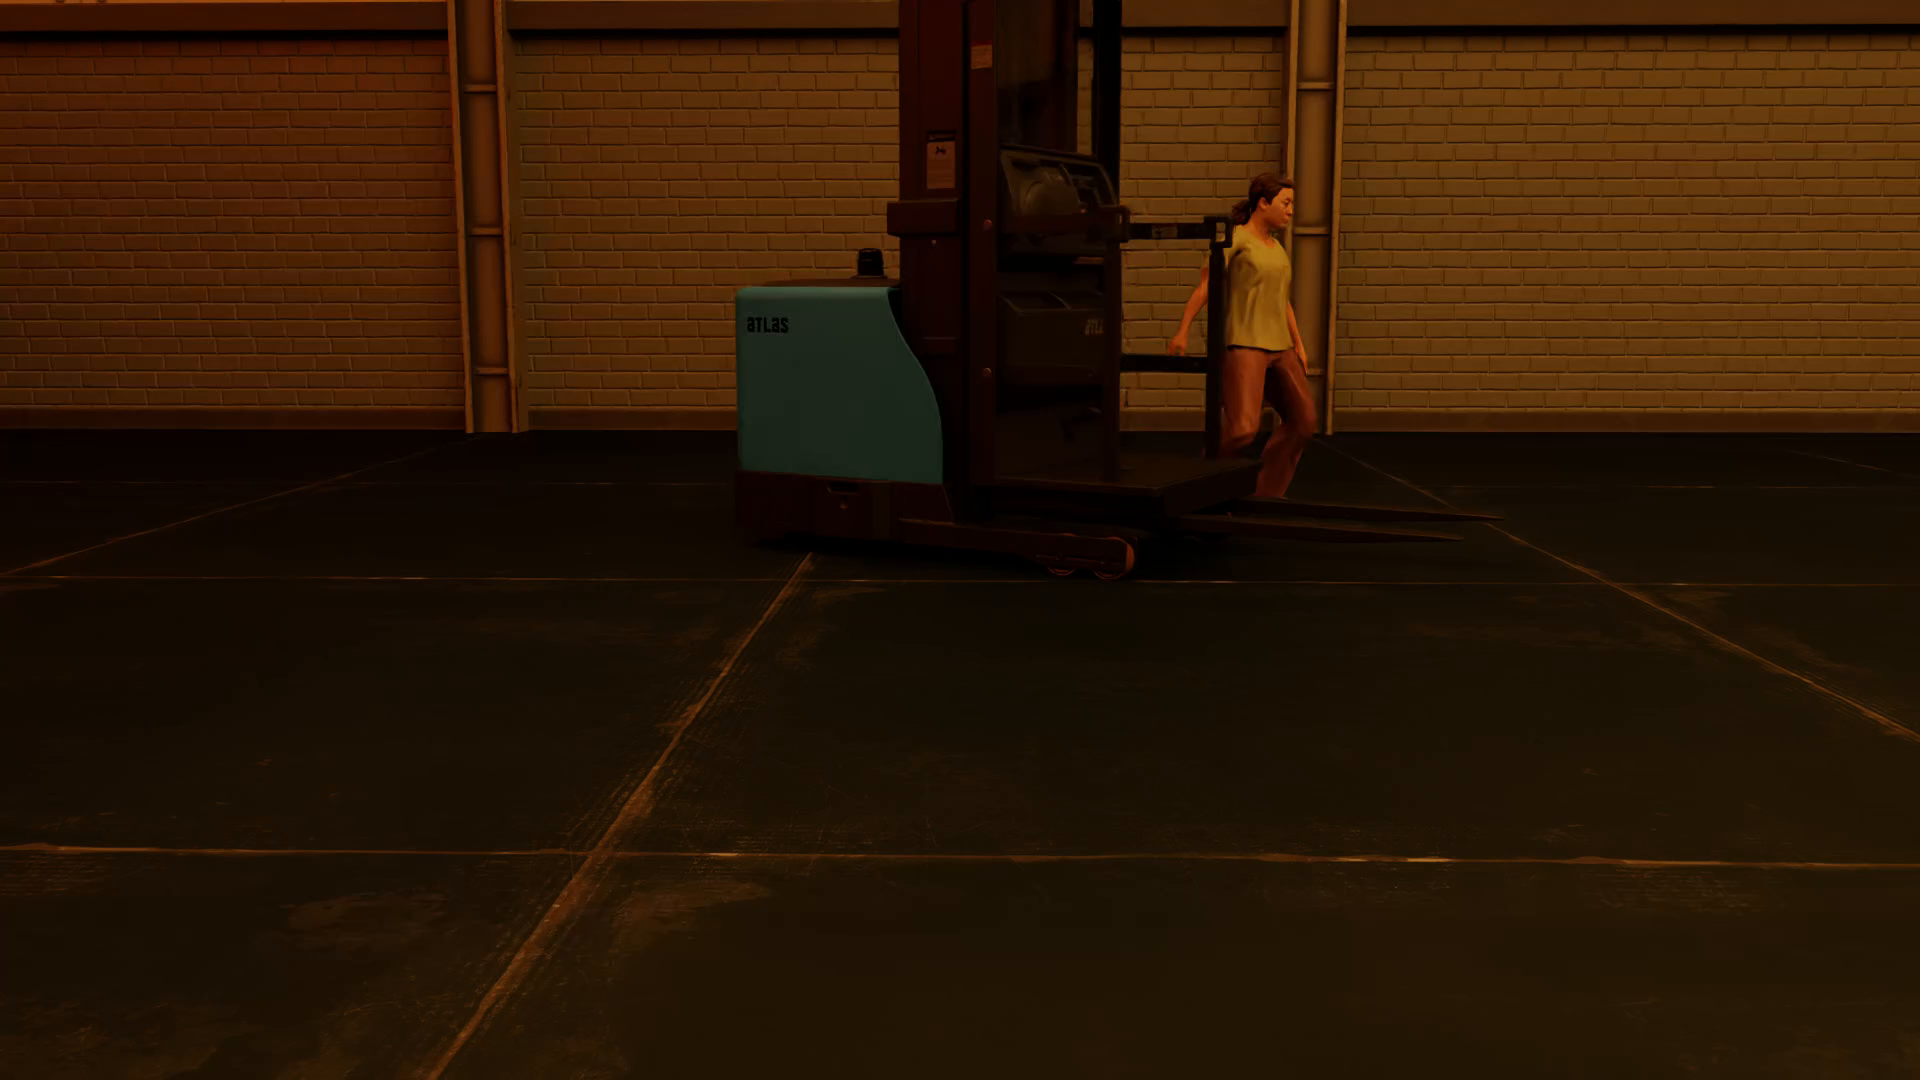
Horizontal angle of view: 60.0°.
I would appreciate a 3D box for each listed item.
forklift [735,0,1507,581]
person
[{"bbox_3d":[0.577,-1.389,6.516,3.031,2.935,1.130,5,10,30],"label":"forklift"},{"bbox_3d":[1.295,-0.887,7.683,0.800,1.598,0.483,-6,11,-36],"label":"person"}]
